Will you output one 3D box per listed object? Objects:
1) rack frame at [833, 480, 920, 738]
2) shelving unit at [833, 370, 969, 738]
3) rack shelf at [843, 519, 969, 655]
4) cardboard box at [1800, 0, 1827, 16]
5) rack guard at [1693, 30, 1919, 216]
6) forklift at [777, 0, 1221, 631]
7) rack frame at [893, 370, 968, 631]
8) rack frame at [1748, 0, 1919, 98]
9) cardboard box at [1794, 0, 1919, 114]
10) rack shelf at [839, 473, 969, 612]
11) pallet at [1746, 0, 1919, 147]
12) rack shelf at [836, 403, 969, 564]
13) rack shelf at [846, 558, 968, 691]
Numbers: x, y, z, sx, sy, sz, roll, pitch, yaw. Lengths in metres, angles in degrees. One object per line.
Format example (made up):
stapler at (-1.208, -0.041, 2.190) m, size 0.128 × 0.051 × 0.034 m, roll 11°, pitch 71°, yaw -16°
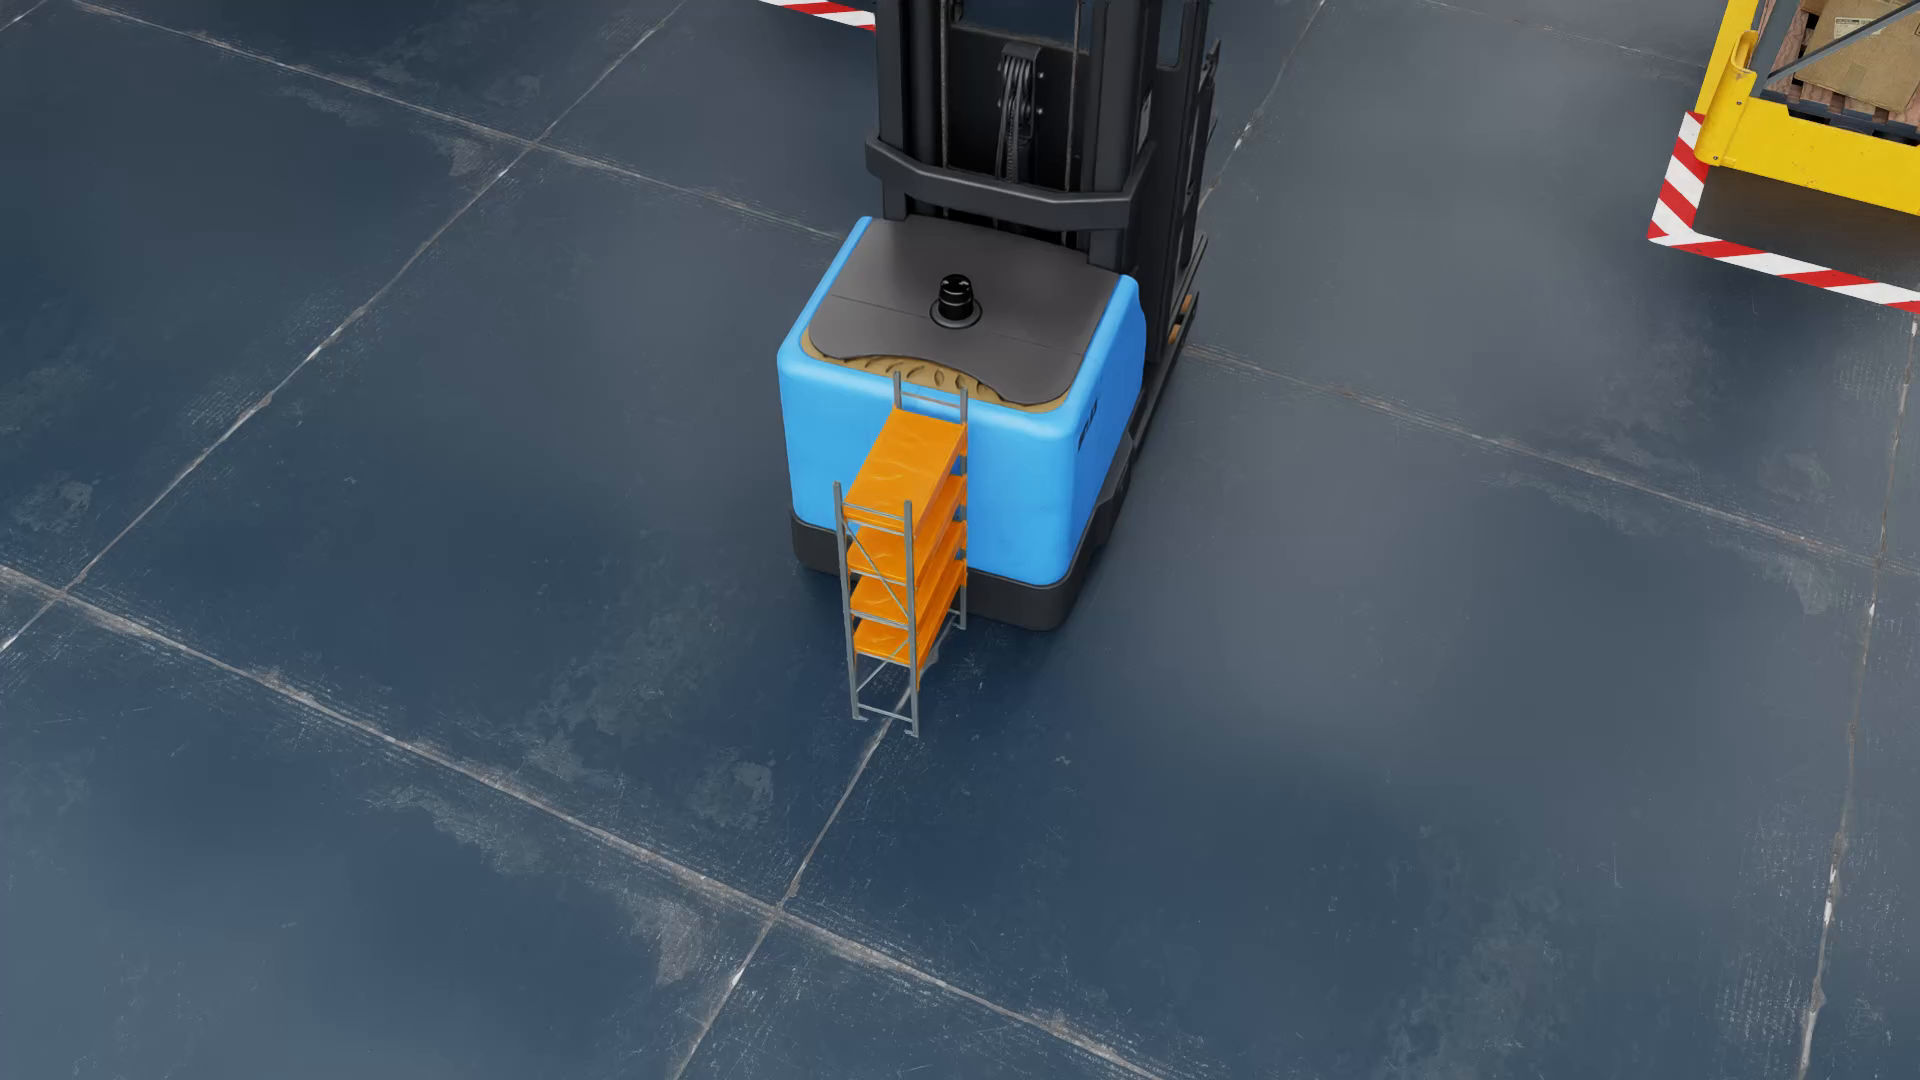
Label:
rack frame at (-0.254, 0.251, 5.248) m, size 0.240 × 1.200 × 0.015 m, roll 15°, pitch 51°, yaw 12°
shelving unit at (-0.172, 0.076, 5.398) m, size 0.258 × 1.200 × 0.503 m, roll 15°, pitch 51°, yaw 12°
rack shelf at (-0.172, 0.120, 5.449) m, size 0.258 × 0.148 × 0.480 m, roll 15°, pitch 51°, yaw 12°
cardboard box at (4.490, -2.798, 8.027) m, size 0.500 × 0.500 × 0.500 m, roll 33°, pitch 57°, yaw 25°
rack guard at (4.016, -1.867, 7.510) m, size 1.175 × 0.500 × 0.348 m, roll 20°, pitch 52°, yaw 16°
forklift at (0.359, -1.780, 5.840) m, size 1.130 × 2.935 × 3.031 m, roll 15°, pitch 51°, yaw 12°
rack frame at (-0.091, -0.099, 5.547) m, size 0.240 × 1.200 × 0.015 m, roll 15°, pitch 51°, yaw 12°
rack frame at (3.984, -2.625, 6.514) m, size 1.000 × 3.000 × 0.127 m, roll 20°, pitch 52°, yaw 16°
cardboard box at (4.266, -2.375, 7.667) m, size 0.500 × 0.500 × 0.500 m, roll 29°, pitch 55°, yaw 22°
rack shelf at (-0.172, -0.025, 5.278) m, size 0.258 × 0.148 × 0.480 m, roll 15°, pitch 51°, yaw 12°
pallet at (4.395, -2.321, 8.087) m, size 1.003 × 0.211 × 1.213 m, roll 20°, pitch 52°, yaw 16°
rack shelf at (-0.172, -0.179, 5.098) m, size 0.258 × 0.148 × 0.480 m, roll 15°, pitch 51°, yaw 12°
rack shelf at (-0.172, 0.248, 5.600) m, size 0.258 × 0.148 × 0.480 m, roll 15°, pitch 51°, yaw 12°
